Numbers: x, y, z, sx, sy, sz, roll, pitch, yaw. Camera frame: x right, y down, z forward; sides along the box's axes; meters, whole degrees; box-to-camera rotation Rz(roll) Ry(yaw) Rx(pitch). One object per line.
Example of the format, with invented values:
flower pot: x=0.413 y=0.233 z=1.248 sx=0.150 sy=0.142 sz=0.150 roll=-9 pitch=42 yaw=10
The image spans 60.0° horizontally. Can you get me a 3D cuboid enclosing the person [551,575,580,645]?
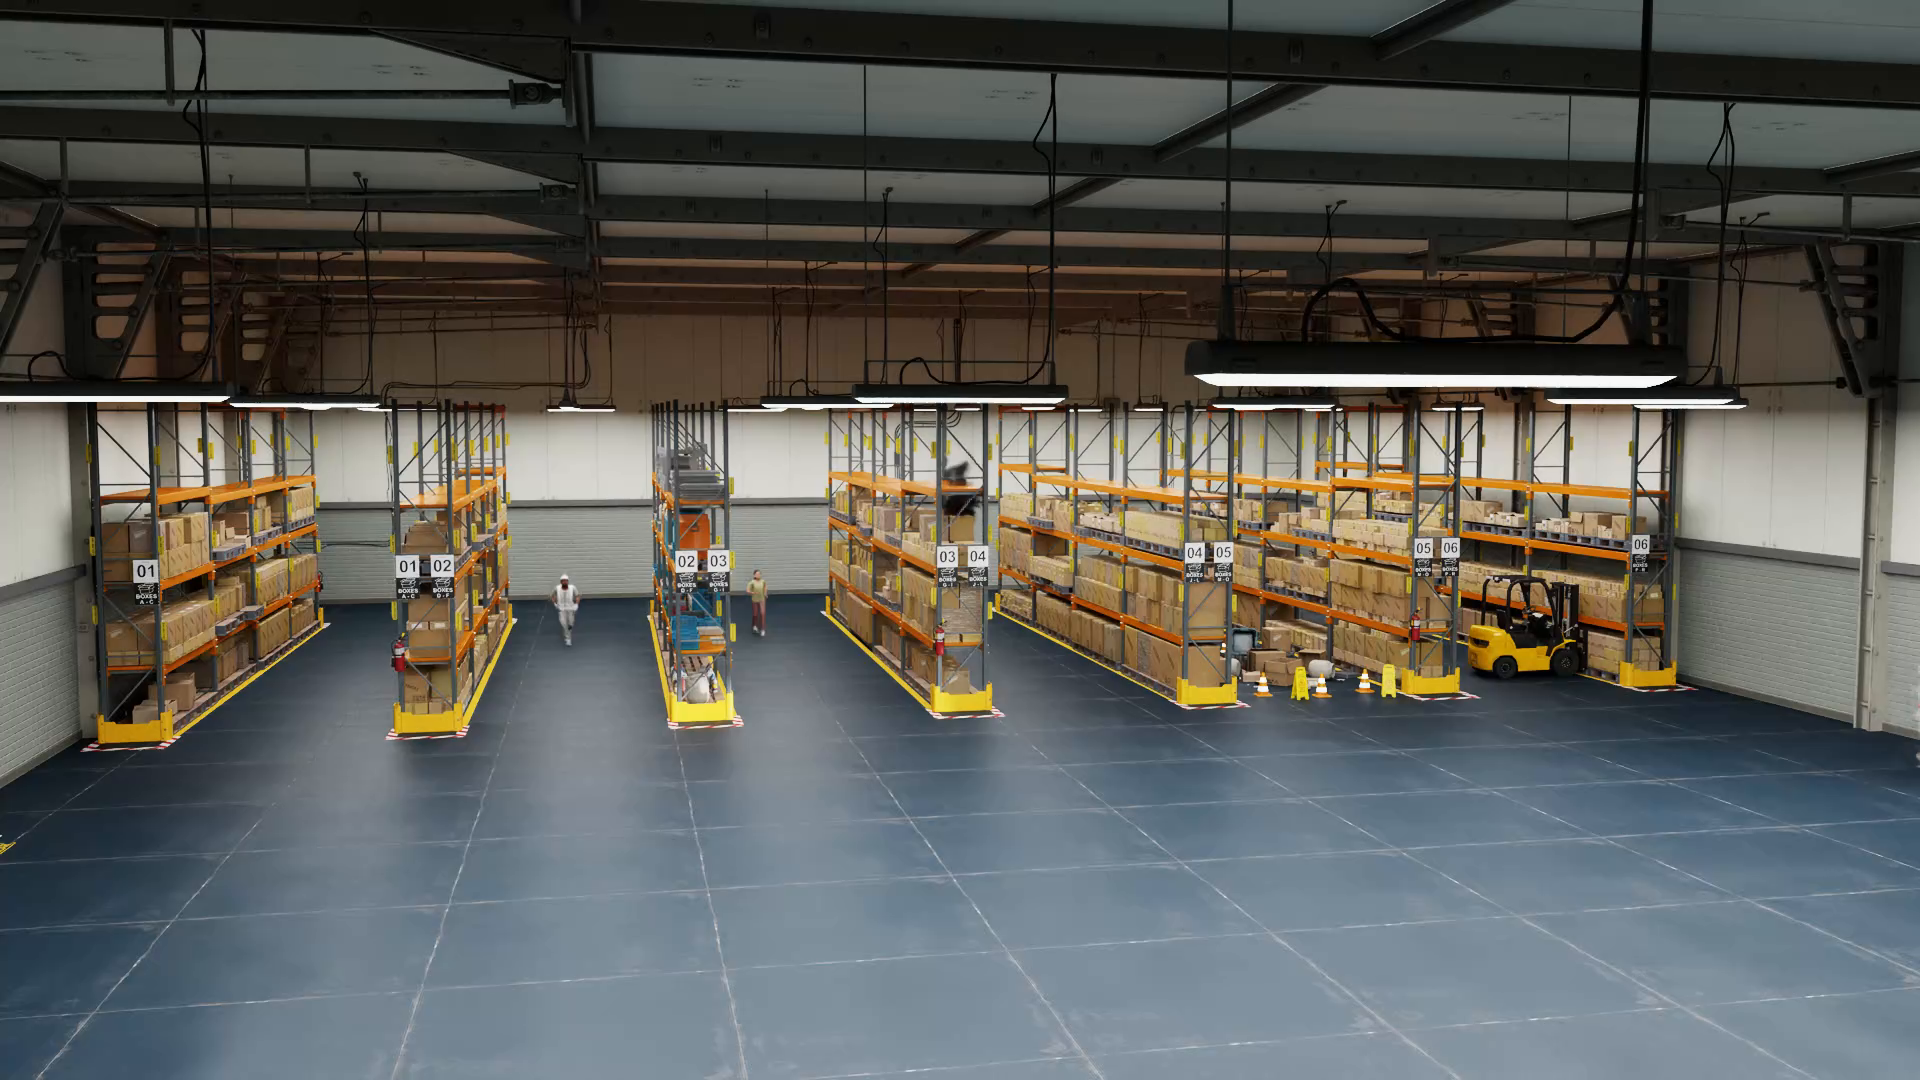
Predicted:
person: x=-9.845 y=1.737 z=41.487 sx=0.703 sy=1.740 sz=0.632 roll=-1 pitch=4 yaw=-13

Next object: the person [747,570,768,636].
person: x=-5.259 y=1.610 z=43.211 sx=0.572 sy=1.678 sz=0.965 roll=-1 pitch=5 yaw=-18
